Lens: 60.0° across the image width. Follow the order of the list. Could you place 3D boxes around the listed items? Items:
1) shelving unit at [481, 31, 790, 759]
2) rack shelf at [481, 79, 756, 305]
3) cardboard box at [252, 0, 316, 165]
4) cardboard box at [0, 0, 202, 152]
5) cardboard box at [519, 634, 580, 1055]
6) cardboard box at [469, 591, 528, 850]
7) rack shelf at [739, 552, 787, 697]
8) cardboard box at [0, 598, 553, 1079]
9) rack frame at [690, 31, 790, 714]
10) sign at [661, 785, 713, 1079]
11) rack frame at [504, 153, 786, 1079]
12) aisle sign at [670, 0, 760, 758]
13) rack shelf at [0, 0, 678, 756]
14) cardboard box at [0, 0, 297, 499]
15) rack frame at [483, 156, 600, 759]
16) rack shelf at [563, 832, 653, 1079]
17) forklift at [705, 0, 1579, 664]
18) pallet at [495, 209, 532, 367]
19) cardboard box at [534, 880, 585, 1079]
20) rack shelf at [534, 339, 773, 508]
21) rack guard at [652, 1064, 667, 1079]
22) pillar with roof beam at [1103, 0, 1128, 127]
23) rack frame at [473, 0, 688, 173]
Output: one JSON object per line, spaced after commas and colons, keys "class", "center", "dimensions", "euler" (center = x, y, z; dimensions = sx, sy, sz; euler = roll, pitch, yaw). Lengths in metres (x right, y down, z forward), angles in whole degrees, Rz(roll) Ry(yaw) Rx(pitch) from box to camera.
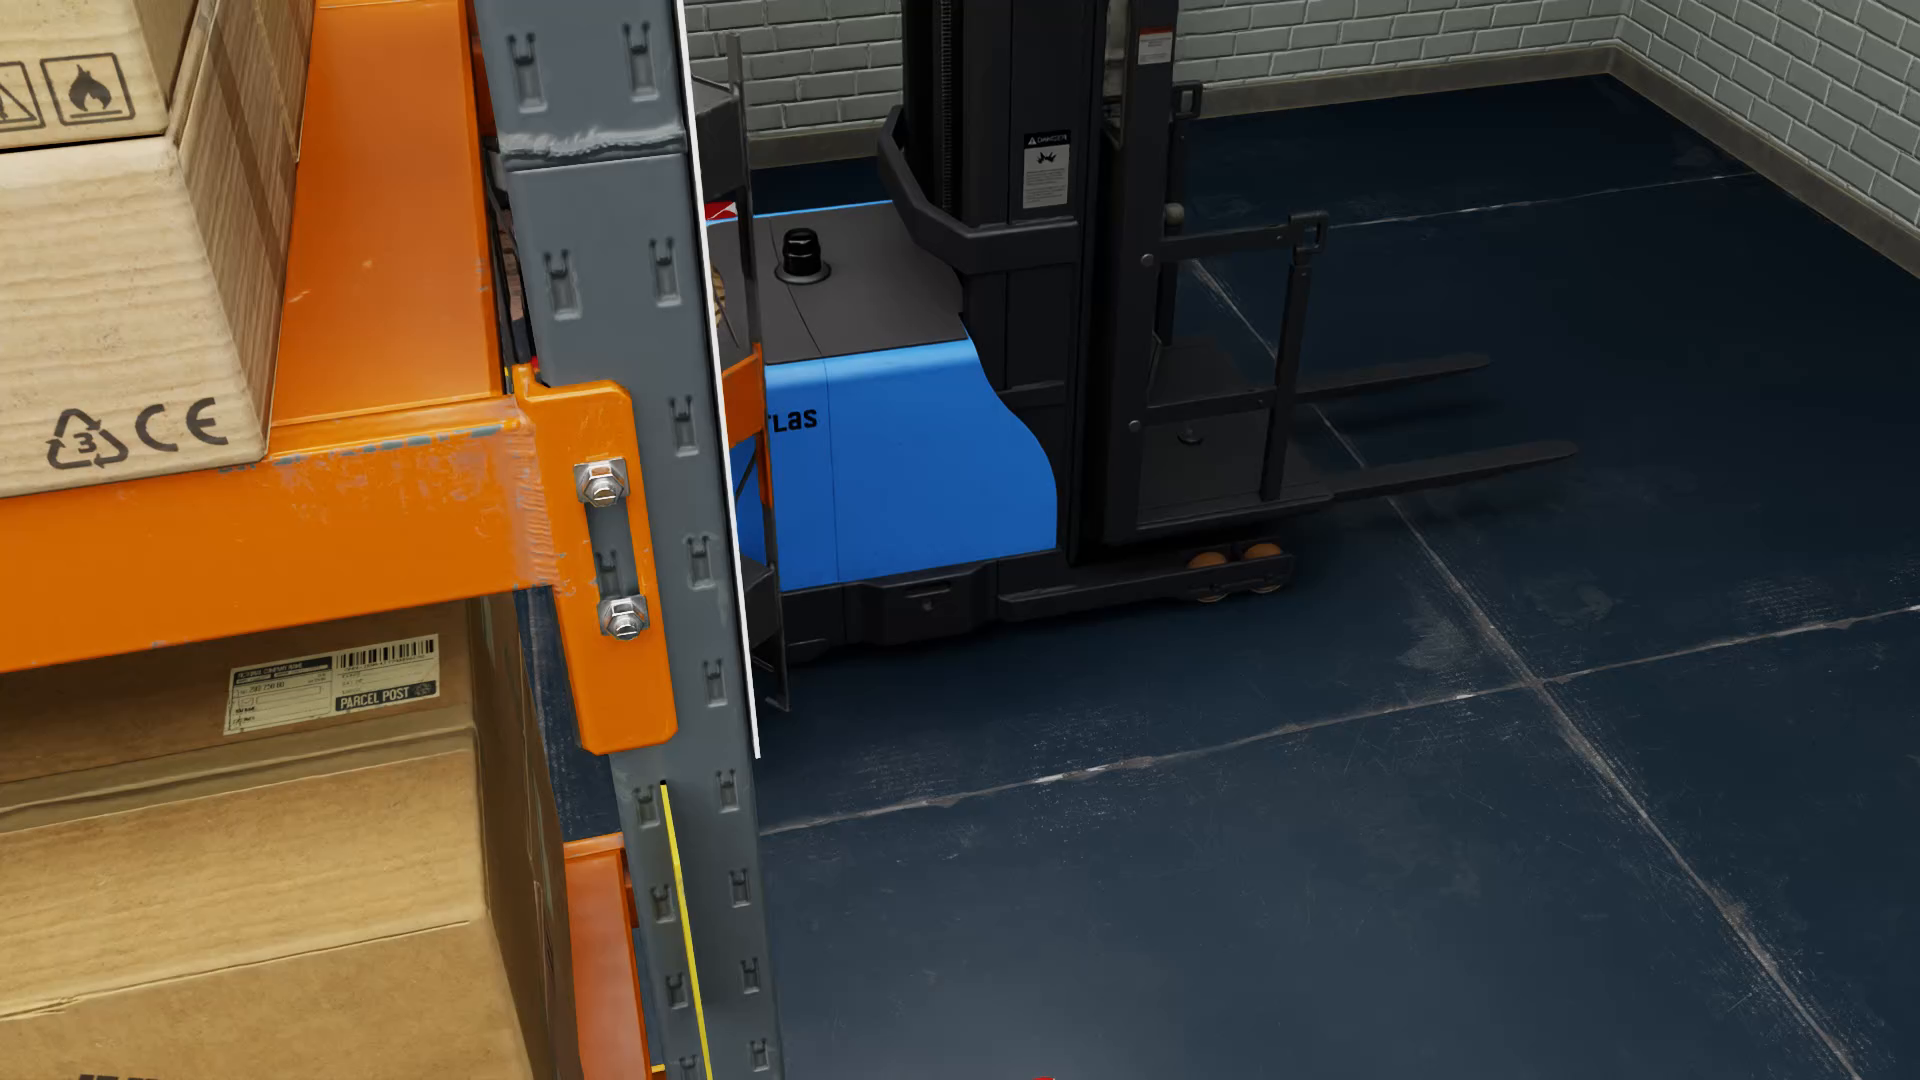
{"class": "shelving unit", "center": [-0.823, -0.273, 4.374], "dimensions": [0.431, 2.100, 0.503], "euler": [25, 43, 29]}
{"class": "rack shelf", "center": [-0.818, -0.823, 3.962], "dimensions": [0.431, 0.518, 0.480], "euler": [25, 43, 29]}
{"class": "cardboard box", "center": [-0.945, -0.564, 1.673], "dimensions": [0.500, 0.250, 0.500], "euler": [-9, 38, -12]}
{"class": "cardboard box", "center": [-0.812, -0.464, 1.130], "dimensions": [0.500, 0.250, 0.500], "euler": [-9, 38, -12]}
{"class": "cardboard box", "center": [-0.880, 0.512, 2.530], "dimensions": [0.500, 0.500, 0.500], "euler": [-9, 38, -11]}
{"class": "cardboard box", "center": [-0.880, 0.115, 2.226], "dimensions": [0.500, 0.500, 0.500], "euler": [-8, 38, -11]}
{"class": "rack shelf", "center": [-0.828, 0.298, 4.802], "dimensions": [0.431, 0.518, 0.480], "euler": [25, 43, 29]}
{"class": "cardboard box", "center": [-0.741, 0.431, 1.813], "dimensions": [0.500, 0.500, 0.500], "euler": [-10, 38, -12]}
{"class": "rack frame", "center": [-0.674, -0.389, 4.529], "dimensions": [0.400, 2.100, 0.015], "euler": [25, 43, 29]}
{"class": "sign", "center": [-0.257, 0.379, 1.573], "dimensions": [0.005, 0.325, 0.100], "euler": [-9, 38, -12]}
{"class": "rack frame", "center": [-0.383, 0.636, 2.450], "dimensions": [0.127, 3.000, 1.000], "euler": [-9, 38, -12]}
{"class": "aisle sign", "center": [-0.237, -0.228, 1.439], "dimensions": [0.004, 0.787, 0.394], "euler": [-9, 38, -12]}
{"class": "rack shelf", "center": [-2.313, 0.047, 1.343], "dimensions": [4.000, 0.370, 1.077], "euler": [-9, 38, -12]}
{"class": "cardboard box", "center": [-0.810, -0.260, 1.276], "dimensions": [0.500, 0.250, 0.500], "euler": [-9, 38, -12]}
{"class": "rack frame", "center": [-0.972, -0.158, 4.218], "dimensions": [0.400, 2.100, 0.015], "euler": [25, 43, 29]}
{"class": "rack shelf", "center": [-2.313, 1.238, 2.254], "dimensions": [4.000, 0.370, 1.077], "euler": [-9, 38, -12]}
{"class": "forklift", "center": [0.610, -1.261, 4.986], "dimensions": [3.031, 2.935, 1.130], "euler": [-9, 38, -12]}
{"class": "pallet", "center": [-2.429, -0.989, 6.869], "dimensions": [1.213, 0.211, 1.003], "euler": [-9, 38, -12]}
{"class": "cardboard box", "center": [-0.744, 0.827, 2.118], "dimensions": [0.500, 0.500, 0.500], "euler": [-8, 38, -11]}
{"class": "rack shelf", "center": [-0.823, -0.262, 4.382], "dimensions": [0.431, 0.518, 0.480], "euler": [25, 43, 29]}
{"class": "rack guard", "center": [-0.456, 1.641, 3.194], "dimensions": [0.348, 0.500, 1.175], "euler": [-9, 38, -12]}
{"class": "pillar with roof beam", "center": [1.826, -3.062, 2.346], "dimensions": [0.400, 9.000, 9.100], "euler": [-9, 38, -12]}
{"class": "rack frame", "center": [-0.383, -1.747, 0.627], "dimensions": [0.127, 3.000, 1.000], "euler": [-9, 38, -12]}
